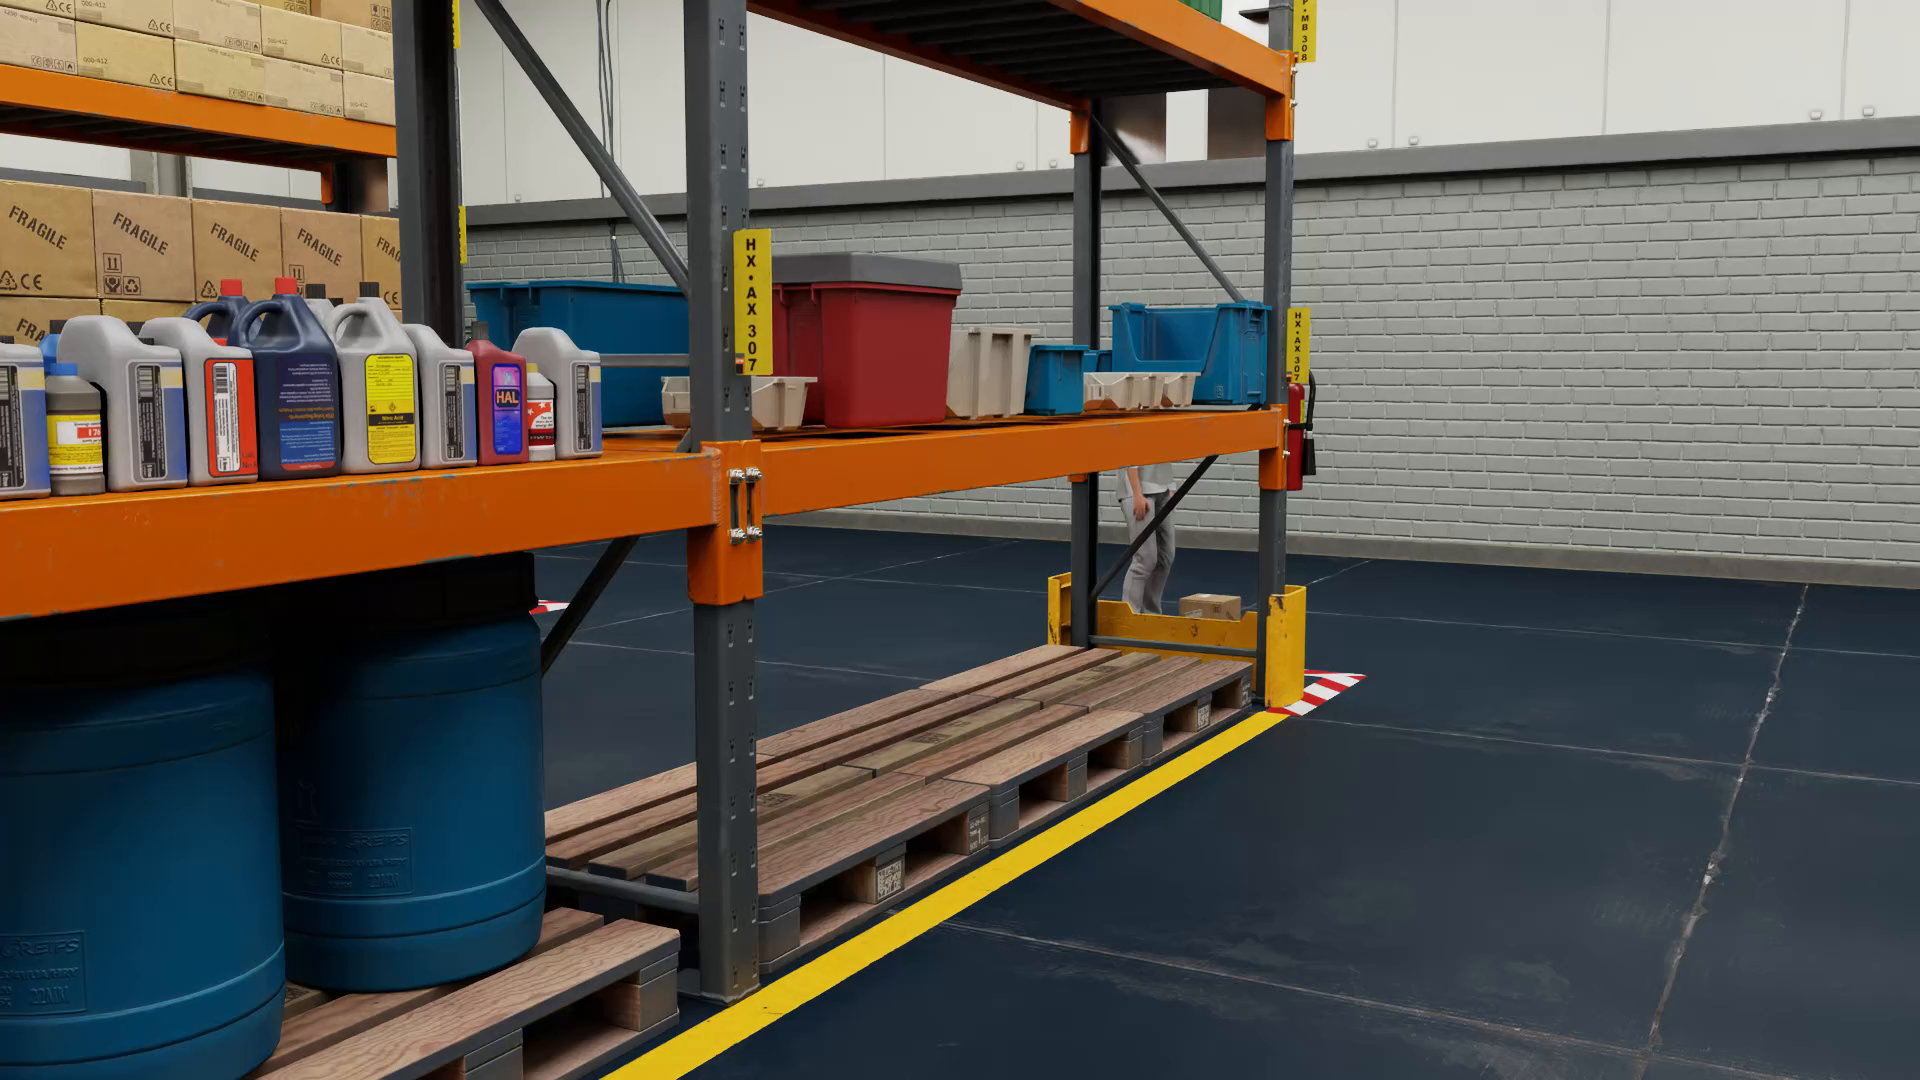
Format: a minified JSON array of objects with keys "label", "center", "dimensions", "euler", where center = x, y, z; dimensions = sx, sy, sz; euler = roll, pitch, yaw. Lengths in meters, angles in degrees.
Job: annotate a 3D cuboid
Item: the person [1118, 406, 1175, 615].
[{"label":"person","center":[1.013,-0.221,8.791],"dimensions":[0.328,1.591,0.479],"euler":[4,7,31]}]
